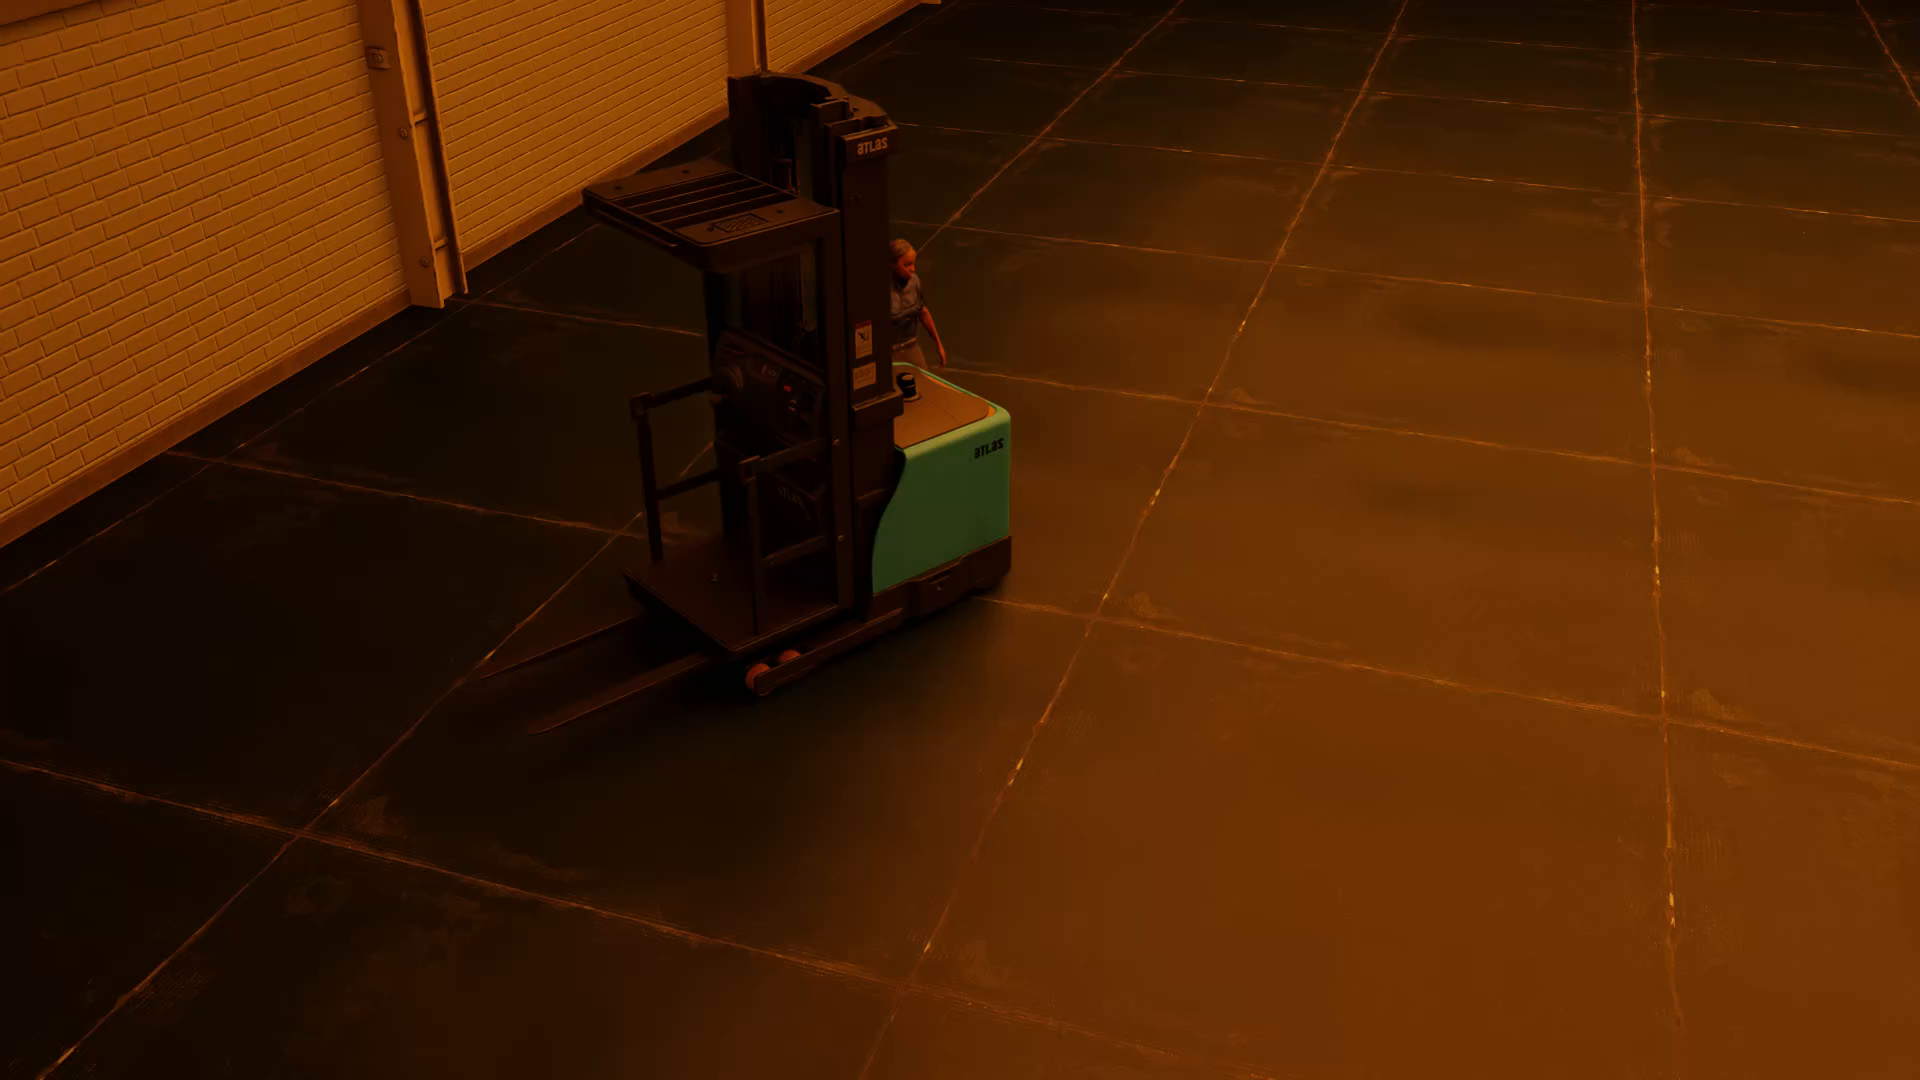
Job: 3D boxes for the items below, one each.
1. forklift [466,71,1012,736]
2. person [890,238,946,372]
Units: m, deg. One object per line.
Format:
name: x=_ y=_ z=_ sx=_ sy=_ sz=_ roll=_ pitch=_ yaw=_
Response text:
forklift: x=-1.146 y=-0.754 z=8.459 sx=3.031 sy=2.935 sz=1.130 roll=-23 pitch=37 yaw=-35
person: x=-0.385 y=-1.123 z=10.422 sx=0.700 sy=1.633 sz=0.322 roll=-25 pitch=38 yaw=-37
